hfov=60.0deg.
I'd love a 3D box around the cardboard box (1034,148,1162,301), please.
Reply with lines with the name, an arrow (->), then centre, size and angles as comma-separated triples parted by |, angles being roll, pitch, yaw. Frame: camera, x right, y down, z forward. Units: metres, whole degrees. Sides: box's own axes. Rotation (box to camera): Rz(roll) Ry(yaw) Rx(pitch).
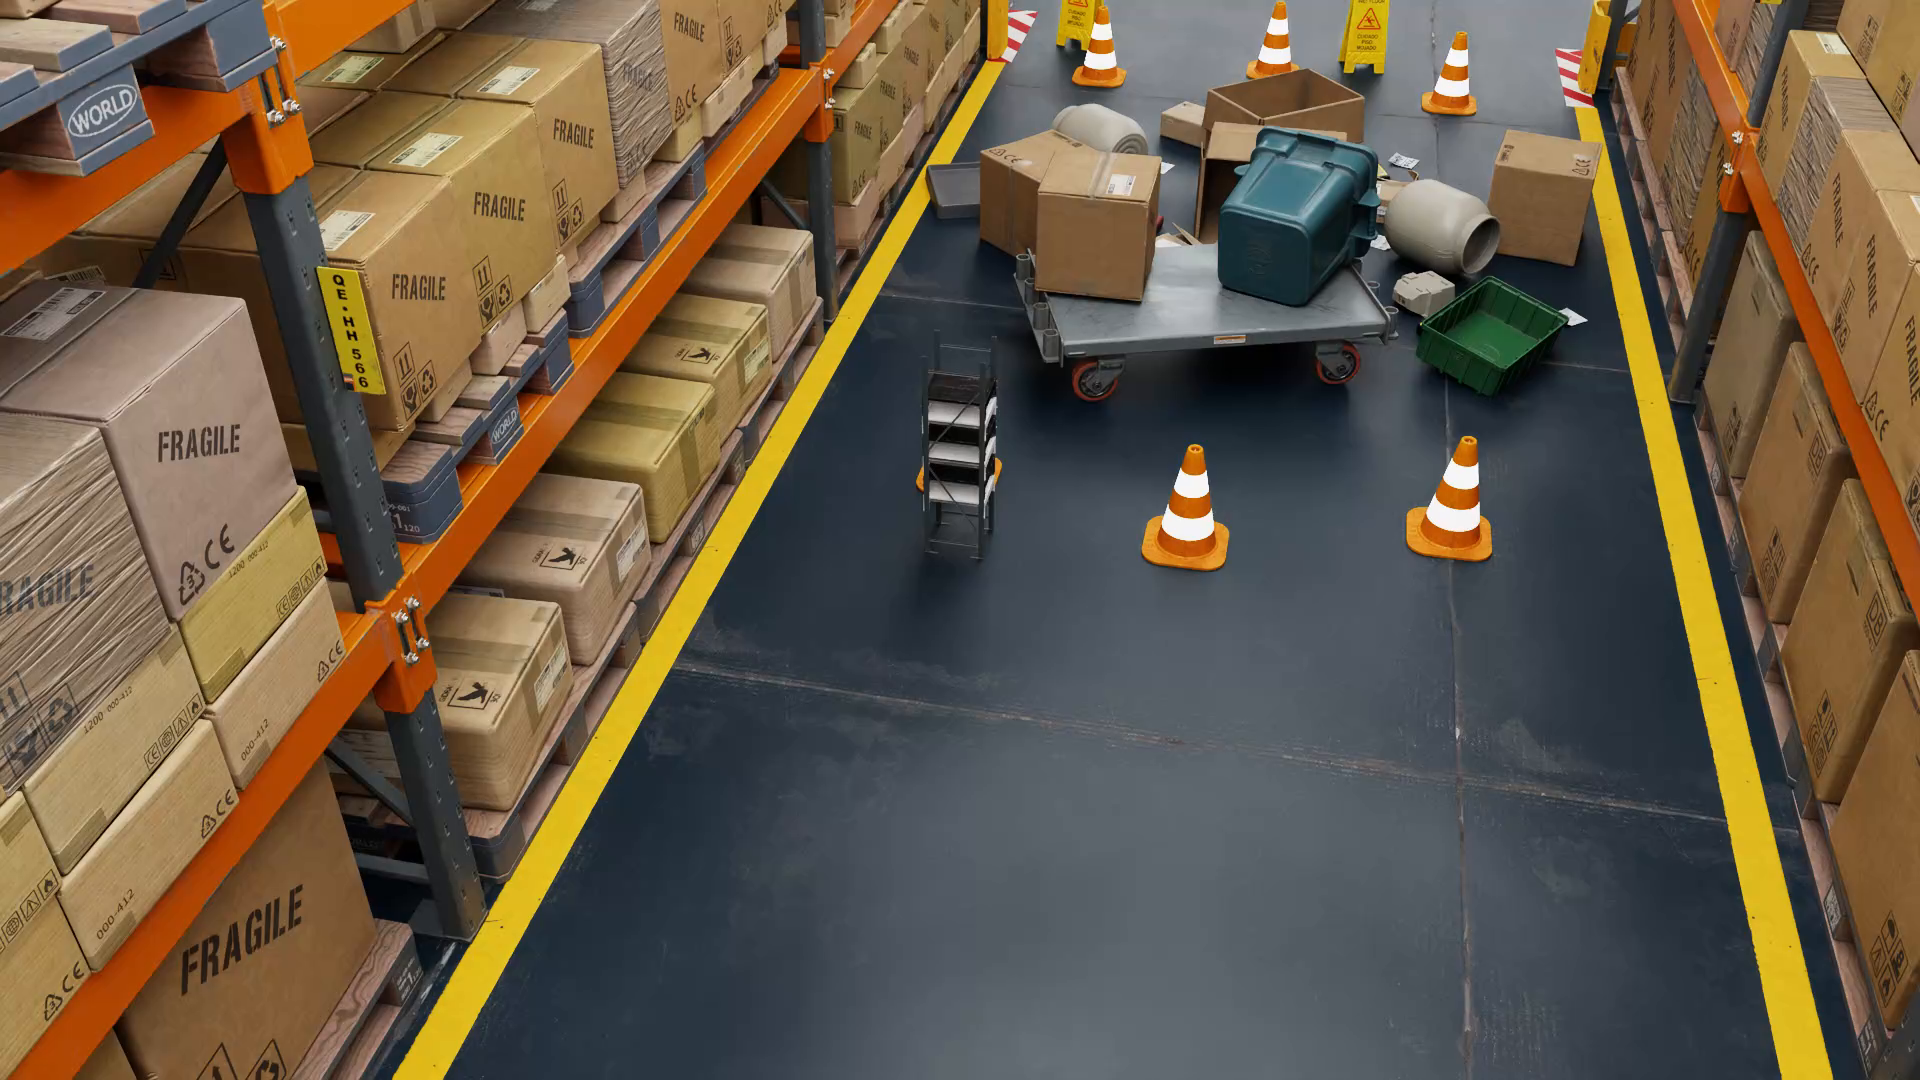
cardboard box -> 0.640, -1.465, 7.700 | 0.500, 0.500, 0.500 | 7, 37, 10

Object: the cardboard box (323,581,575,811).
cardboard box -> -1.830, 0.488, 5.402 | 0.950, 0.372, 0.625 | 5, 36, 7

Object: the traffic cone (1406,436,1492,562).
traffic cone -> 1.990, -0.207, 6.641 | 0.336, 0.463, 0.334 | 7, 37, 10

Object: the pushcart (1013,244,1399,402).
pushcart -> 1.132, -1.057, 7.887 | 1.648, 0.377, 0.936 | -5, 36, -6

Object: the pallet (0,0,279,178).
pallet -> -2.046, -0.845, 2.965 | 1.213, 0.211, 1.003 | 9, 37, 12

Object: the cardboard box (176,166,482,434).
cardboard box -> -1.638, -0.643, 4.385 | 0.500, 0.500, 0.500 | 6, 36, 9

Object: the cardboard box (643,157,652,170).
cardboard box -> -1.334, -1.394, 5.973 | 0.380, 0.149, 0.250 | 6, 36, 8

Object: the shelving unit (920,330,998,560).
shelving unit -> -0.002, -0.360, 6.479 | 0.258, 0.900, 0.210 | 7, 37, 10

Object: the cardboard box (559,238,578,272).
cardboard box -> -1.458, -0.926, 5.328 | 0.380, 0.149, 0.250 | 9, 37, 13

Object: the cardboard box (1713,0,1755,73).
cardboard box -> 3.914, -2.406, 7.385 | 0.875, 0.550, 0.550 | 7, 37, 10

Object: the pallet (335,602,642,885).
pallet -> -1.792, 0.598, 5.745 | 1.003, 0.211, 1.213 | 7, 37, 10

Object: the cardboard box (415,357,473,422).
cardboard box -> -1.616, -0.472, 4.702 | 0.380, 0.149, 0.250 | 5, 36, 7

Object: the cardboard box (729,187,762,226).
cardboard box -> -1.242, -1.806, 8.670 | 0.500, 0.250, 0.500 | 9, 37, 12

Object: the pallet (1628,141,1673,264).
pallet -> 4.249, -1.812, 9.071 | 1.003, 0.211, 1.213 | 7, 37, 10

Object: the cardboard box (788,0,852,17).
cardboard box -> -0.739, -2.754, 7.656 | 0.500, 0.500, 0.500 | 7, 37, 10

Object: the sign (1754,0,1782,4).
sign -> 3.209, -2.265, 6.514 | 0.100, 0.325, 0.005 | 7, 37, 10

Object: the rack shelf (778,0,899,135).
rack shelf -> -0.678, -3.232, 9.266 | 1.077, 0.370, 4.000 | 7, 37, 10

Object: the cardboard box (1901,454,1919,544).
cardboard box -> 2.839, -0.139, 4.300 | 0.500, 0.500, 0.500 | 7, 37, 10

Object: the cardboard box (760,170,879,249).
cardboard box -> -0.716, -1.737, 8.576 | 0.500, 0.250, 0.500 | 6, 36, 8

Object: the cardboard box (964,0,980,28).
cardboard box -> -0.168, -3.538, 10.421 | 0.500, 0.500, 0.500 | 8, 37, 10

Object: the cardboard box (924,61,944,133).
cardboard box -> -0.386, -2.632, 9.811 | 0.500, 0.250, 0.500 | 6, 36, 8

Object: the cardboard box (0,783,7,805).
cardboard box -> -2.029, 0.380, 2.733 | 0.500, 0.500, 0.500 | 7, 37, 10

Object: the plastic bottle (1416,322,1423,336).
plastic bottle -> 2.336, -0.971, 8.038 | 0.133, 0.061, 0.283 | -11, 37, -14

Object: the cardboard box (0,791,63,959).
cardboard box -> -2.011, 0.675, 2.964 | 0.500, 0.250, 0.500 | 6, 36, 9

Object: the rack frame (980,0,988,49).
rack frame -> -0.251, -4.669, 10.637 | 1.000, 3.000, 0.127 | 7, 37, 10

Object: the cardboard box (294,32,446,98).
cardboard box -> -1.928, -1.297, 5.287 | 0.500, 0.500, 0.500 | 5, 36, 7

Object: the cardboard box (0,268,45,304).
cardboard box -> -2.304, -0.276, 3.638 | 0.500, 0.500, 0.500 | 6, 36, 8

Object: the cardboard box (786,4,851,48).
cardboard box -> -0.725, -2.415, 7.740 | 0.380, 0.149, 0.250 | 7, 37, 10

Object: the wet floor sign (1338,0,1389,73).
wet floor sign -> 2.678, -3.418, 10.917 | 0.267, 0.644, 0.232 | 1, 36, 2

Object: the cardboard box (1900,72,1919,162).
cardboard box -> 3.435, -1.389, 5.173 | 0.700, 0.500, 0.500 | 8, 37, 10

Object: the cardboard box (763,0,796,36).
cardboard box -> -0.980, -2.414, 6.828 | 0.500, 0.500, 0.500 | 7, 36, 9

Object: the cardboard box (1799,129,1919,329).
cardboard box -> 3.160, -1.011, 5.503 | 0.500, 0.500, 0.500 | 7, 37, 10

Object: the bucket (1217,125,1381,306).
bucket -> 1.529, -1.471, 7.717 | 0.726, 0.611, 0.620 | 20, 51, 26

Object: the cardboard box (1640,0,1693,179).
cardboard box -> 4.340, -2.515, 9.117 | 0.875, 0.875, 0.875 | 7, 36, 9

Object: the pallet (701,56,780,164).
pallet -> -1.411, -1.879, 6.949 | 1.003, 0.211, 1.213 | 7, 37, 10

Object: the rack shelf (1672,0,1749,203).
rack shelf -> 4.179, -2.669, 8.490 | 1.077, 0.370, 4.000 | 7, 37, 10

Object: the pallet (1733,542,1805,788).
pallet -> 3.402, 0.469, 5.923 | 1.003, 0.211, 1.213 | 7, 37, 10

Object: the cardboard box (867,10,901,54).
cardboard box -> -0.523, -2.663, 8.661 | 0.380, 0.149, 0.250 | 9, 37, 12

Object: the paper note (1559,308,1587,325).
paper note -> 3.011, -1.111, 8.256 | 0.147, 0.020, 0.142 | -17, 39, -22

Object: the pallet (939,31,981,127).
pallet -> -0.476, -3.035, 10.758 | 1.003, 0.211, 1.213 | 7, 37, 10

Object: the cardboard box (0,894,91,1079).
cardboard box -> -2.031, 0.882, 3.105 | 0.500, 0.250, 0.500 | 7, 37, 9

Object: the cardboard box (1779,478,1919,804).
cardboard box -> 3.299, 0.381, 5.228 | 1.050, 0.750, 0.750 | 8, 37, 11

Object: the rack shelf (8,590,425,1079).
rack shelf -> -2.387, 1.355, 2.938 | 1.077, 0.370, 4.000 | 7, 37, 10

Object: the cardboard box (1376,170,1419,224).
cardboard box -> 2.320, -1.923, 9.177 | 0.396, 0.266, 0.258 | 14, 38, 18

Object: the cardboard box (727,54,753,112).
cardboard box -> -1.039, -1.814, 6.553 | 0.380, 0.149, 0.250 | 7, 36, 9

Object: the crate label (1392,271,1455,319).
crate label -> 2.329, -1.239, 8.342 | 0.298, 0.136, 0.250 | -17, 39, -22

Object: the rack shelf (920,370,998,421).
rack shelf -> -0.002, -0.551, 6.341 | 0.258, 0.077, 0.200 | 7, 37, 10

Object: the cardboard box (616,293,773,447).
cardboard box -> -1.365, -0.769, 7.136 | 0.950, 0.372, 0.625 | 10, 37, 13

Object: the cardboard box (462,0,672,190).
cardboard box -> -1.312, -1.534, 5.613 | 0.500, 0.500, 0.500 | 6, 36, 8

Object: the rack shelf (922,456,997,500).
rack shelf -> -0.002, -0.260, 6.552 | 0.258, 0.077, 0.200 | 7, 37, 10

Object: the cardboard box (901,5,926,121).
cardboard box -> -0.501, -2.646, 9.191 | 0.500, 0.500, 0.500 | 9, 37, 12

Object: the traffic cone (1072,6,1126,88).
traffic cone -> 0.917, -3.234, 10.818 | 0.336, 0.463, 0.334 | 7, 37, 10
